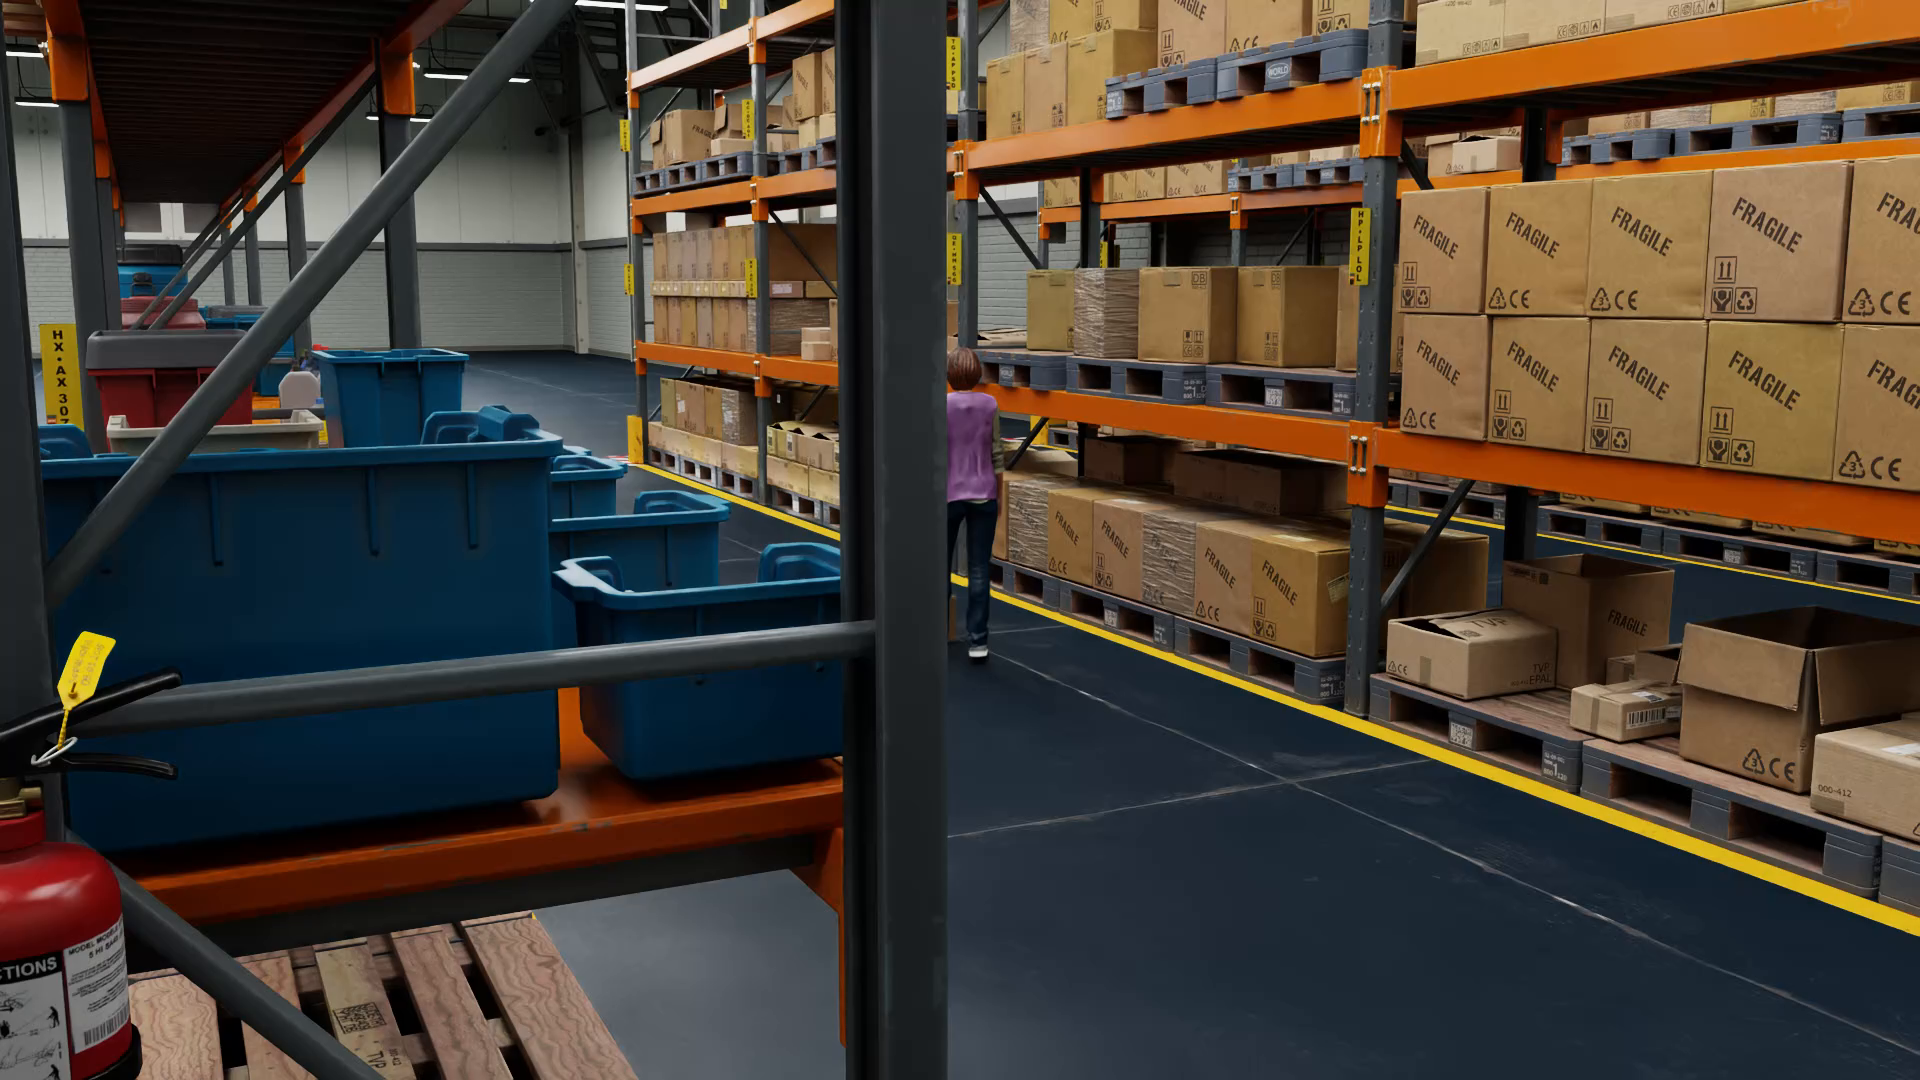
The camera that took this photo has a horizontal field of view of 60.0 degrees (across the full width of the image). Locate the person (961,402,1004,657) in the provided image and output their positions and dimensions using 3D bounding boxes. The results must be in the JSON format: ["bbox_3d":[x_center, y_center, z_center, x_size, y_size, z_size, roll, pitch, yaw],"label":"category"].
[{"bbox_3d":[0.001,-0.082,8.660,0.432,1.345,0.584,-2,9,-12],"label":"person"}]
